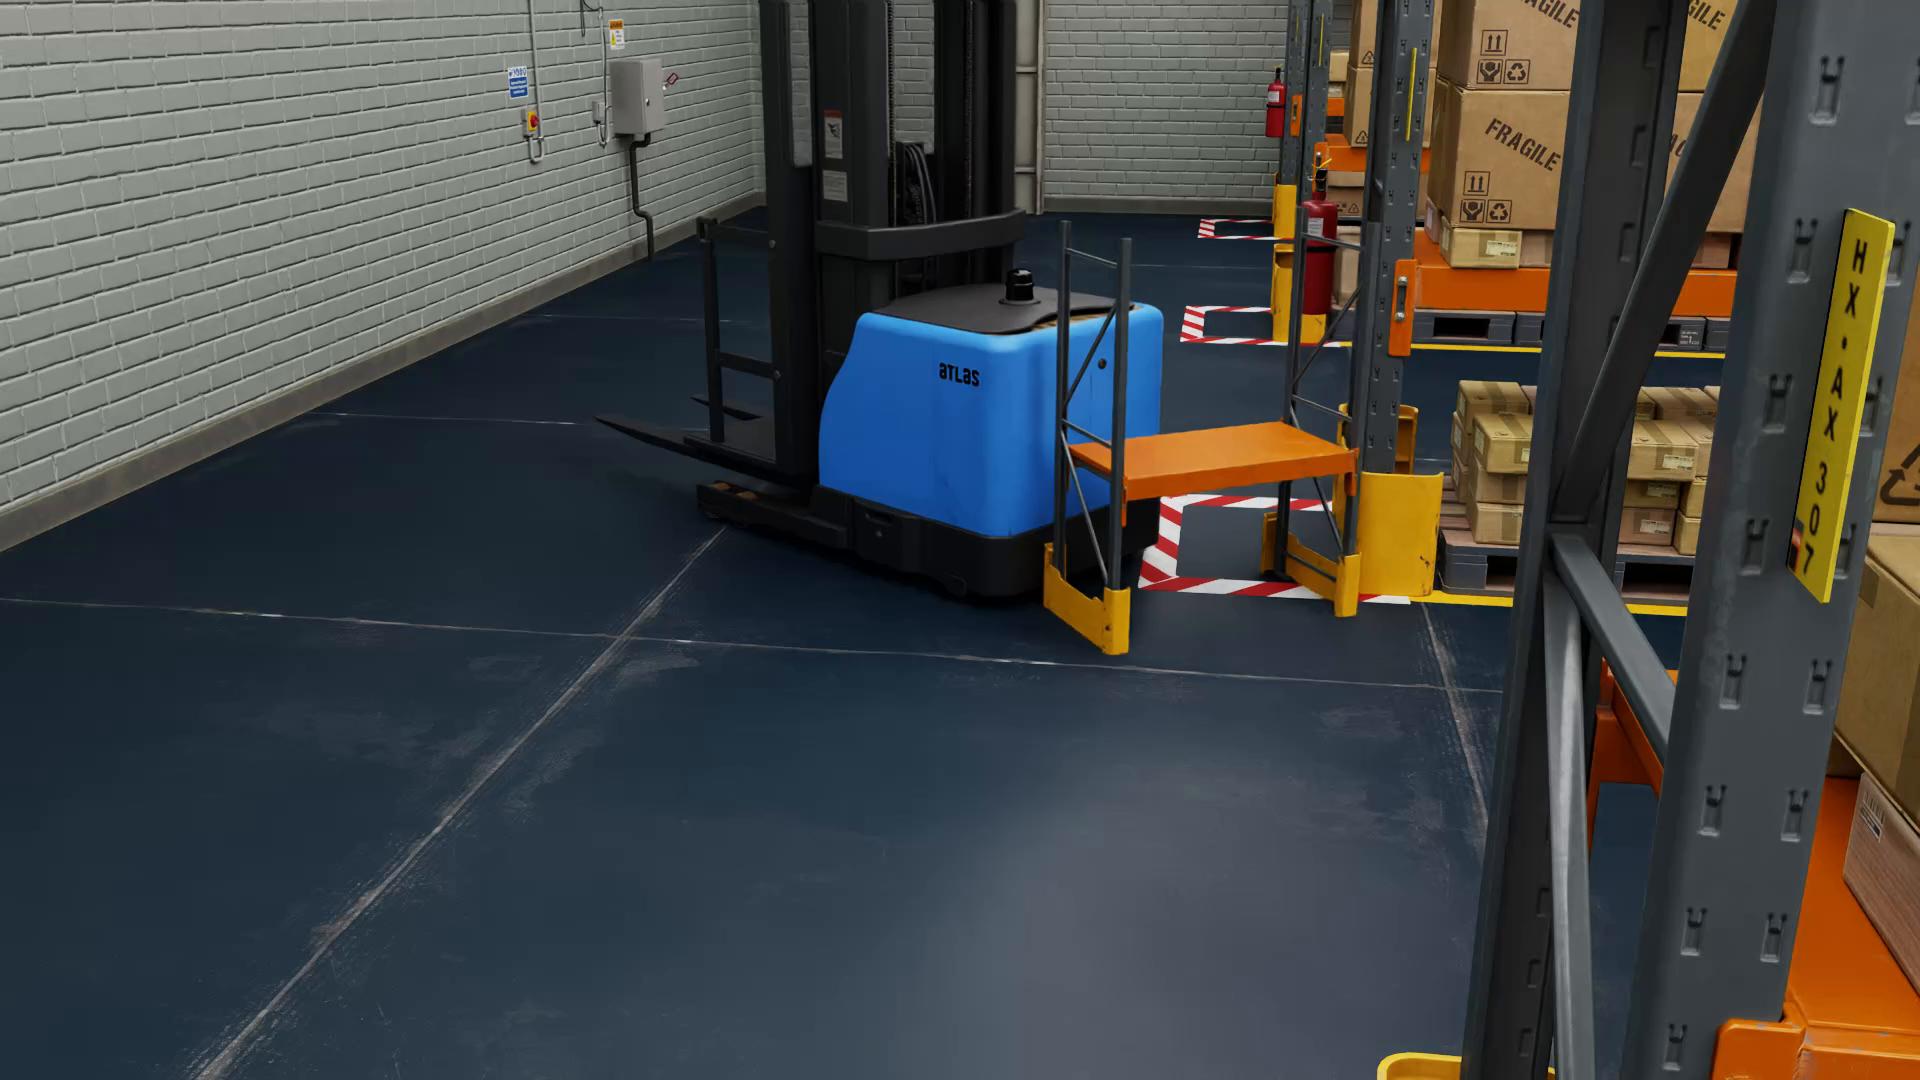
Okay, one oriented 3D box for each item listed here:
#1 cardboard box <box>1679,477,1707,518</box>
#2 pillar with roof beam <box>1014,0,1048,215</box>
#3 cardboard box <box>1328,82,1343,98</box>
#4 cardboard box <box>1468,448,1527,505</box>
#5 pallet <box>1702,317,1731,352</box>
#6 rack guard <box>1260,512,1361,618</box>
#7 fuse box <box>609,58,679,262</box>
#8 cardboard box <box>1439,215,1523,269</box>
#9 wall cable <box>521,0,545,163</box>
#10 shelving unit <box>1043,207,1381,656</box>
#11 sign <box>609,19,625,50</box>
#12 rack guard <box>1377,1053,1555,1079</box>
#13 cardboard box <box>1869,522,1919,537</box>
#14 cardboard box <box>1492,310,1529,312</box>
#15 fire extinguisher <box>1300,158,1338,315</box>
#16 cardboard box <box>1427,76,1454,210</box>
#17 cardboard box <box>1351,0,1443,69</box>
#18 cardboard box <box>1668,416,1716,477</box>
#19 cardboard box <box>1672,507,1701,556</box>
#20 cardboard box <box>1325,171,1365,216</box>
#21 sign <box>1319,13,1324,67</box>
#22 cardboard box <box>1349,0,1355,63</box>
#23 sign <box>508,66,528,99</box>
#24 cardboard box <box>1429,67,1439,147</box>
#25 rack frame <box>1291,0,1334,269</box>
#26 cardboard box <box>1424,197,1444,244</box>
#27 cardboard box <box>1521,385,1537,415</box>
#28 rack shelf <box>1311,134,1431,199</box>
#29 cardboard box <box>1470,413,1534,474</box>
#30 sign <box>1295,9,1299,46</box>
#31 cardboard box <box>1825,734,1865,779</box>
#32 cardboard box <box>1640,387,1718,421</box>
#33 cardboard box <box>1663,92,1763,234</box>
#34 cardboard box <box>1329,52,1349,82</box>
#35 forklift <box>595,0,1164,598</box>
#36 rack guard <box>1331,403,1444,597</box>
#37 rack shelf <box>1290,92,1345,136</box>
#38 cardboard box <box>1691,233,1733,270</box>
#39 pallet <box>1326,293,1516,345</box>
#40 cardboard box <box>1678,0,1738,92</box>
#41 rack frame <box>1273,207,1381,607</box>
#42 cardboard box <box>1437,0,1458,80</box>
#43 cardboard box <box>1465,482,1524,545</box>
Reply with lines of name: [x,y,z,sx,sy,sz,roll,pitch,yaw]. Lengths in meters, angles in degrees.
cardboard box: [2.963,-0.206,6.555,0.250,0.149,0.380,4,19,10]
pillar with roof beam: [0.000,-6.413,12.289,0.400,9.000,9.100,3,19,9]
cardboard box: [3.484,-4.277,15.756,0.250,0.149,0.380,3,19,8]
cardboard box: [2.210,-0.269,6.743,0.250,0.149,0.380,4,19,11]
pallet: [5.630,-1.483,11.403,1.213,0.211,1.003,3,19,9]
rack guard: [1.391,0.092,6.633,0.087,0.250,0.587,-8,20,-21]
fuse box: [-2.675,-3.260,14.350,0.414,1.711,0.539,3,19,9]
cardboard box: [2.001,-1.150,6.408,0.250,0.149,0.380,3,19,8]
wall cable: [-3.152,-3.717,12.034,0.123,1.953,0.585,3,19,9]
shelving unit: [0.931,-0.440,6.253,1.083,1.500,0.587,-8,20,-21]
sign: [-2.888,-4.256,13.994,0.001,0.242,0.339,3,19,9]
rack guard: [0.823,1.345,2.495,0.348,0.500,1.175,3,19,9]
cardboard box: [1.368,0.032,2.247,0.500,0.250,0.500,3,19,8]
cardboard box: [3.991,-1.883,11.579,0.875,0.438,0.875,3,19,10]
fire extinguisher: [1.558,-1.332,7.266,0.183,0.674,0.296,3,19,9]
cardboard box: [2.218,-1.634,6.834,0.500,0.500,0.500,3,19,10]
cardboard box: [2.848,-3.352,10.861,0.500,0.500,0.500,3,19,7]
cardboard box: [2.975,-0.369,6.572,0.250,0.149,0.380,2,19,6]
cardboard box: [2.953,-0.063,6.597,0.250,0.149,0.380,3,19,9]
cardboard box: [3.791,-3.454,16.171,0.637,0.503,0.797,2,19,6]
sign: [2.325,-3.218,10.705,0.005,0.325,0.100,3,19,9]
cardboard box: [2.933,-3.516,11.350,0.500,0.500,0.500,4,19,10]
sign: [-3.220,-3.336,12.122,0.001,0.218,0.327,3,19,9]
cardboard box: [3.351,-2.860,10.967,0.500,0.500,0.500,3,19,8]
rack frame: [2.419,-2.944,11.374,0.127,3.000,1.000,3,19,9]
cardboard box: [2.100,-1.341,6.980,0.250,0.149,0.380,3,19,9]
cardboard box: [2.535,-0.539,7.081,0.250,0.149,0.380,3,19,10]
rack shelf: [4.394,-2.502,11.187,4.000,0.370,1.077,3,19,9]
cardboard box: [2.197,-0.385,6.618,0.250,0.149,0.380,2,19,6]
sign: [3.117,-4.740,15.377,0.005,0.325,0.100,3,19,9]
cardboard box: [1.251,0.195,2.390,0.250,0.149,0.380,3,19,10]
cardboard box: [3.057,-0.533,7.063,0.250,0.149,0.380,2,19,6]
cardboard box: [2.665,-1.448,6.278,0.500,0.500,0.500,3,19,9]
cardboard box: [3.608,-4.462,15.678,0.500,0.250,0.500,3,19,9]
forklift: [-0.555,-1.544,7.298,3.031,2.935,1.130,17,25,42]
rack guard: [1.808,-0.199,7.109,0.348,0.500,1.175,3,19,9]
rack shelf: [5.177,-4.057,15.836,4.000,0.370,1.077,3,19,9]
cardboard box: [2.794,-1.150,6.408,0.250,0.149,0.380,4,19,11]
pallet: [3.221,-1.606,11.770,1.213,0.211,1.003,3,19,9]
cardboard box: [2.634,-1.921,6.116,0.500,0.500,0.500,3,19,10]
rack frame: [1.408,-0.503,6.442,0.032,1.500,0.500,-8,20,-21]
cardboard box: [2.225,-2.106,6.666,0.500,0.500,0.500,3,19,8]
cardboard box: [2.200,-0.109,6.731,0.250,0.149,0.380,3,19,10]
